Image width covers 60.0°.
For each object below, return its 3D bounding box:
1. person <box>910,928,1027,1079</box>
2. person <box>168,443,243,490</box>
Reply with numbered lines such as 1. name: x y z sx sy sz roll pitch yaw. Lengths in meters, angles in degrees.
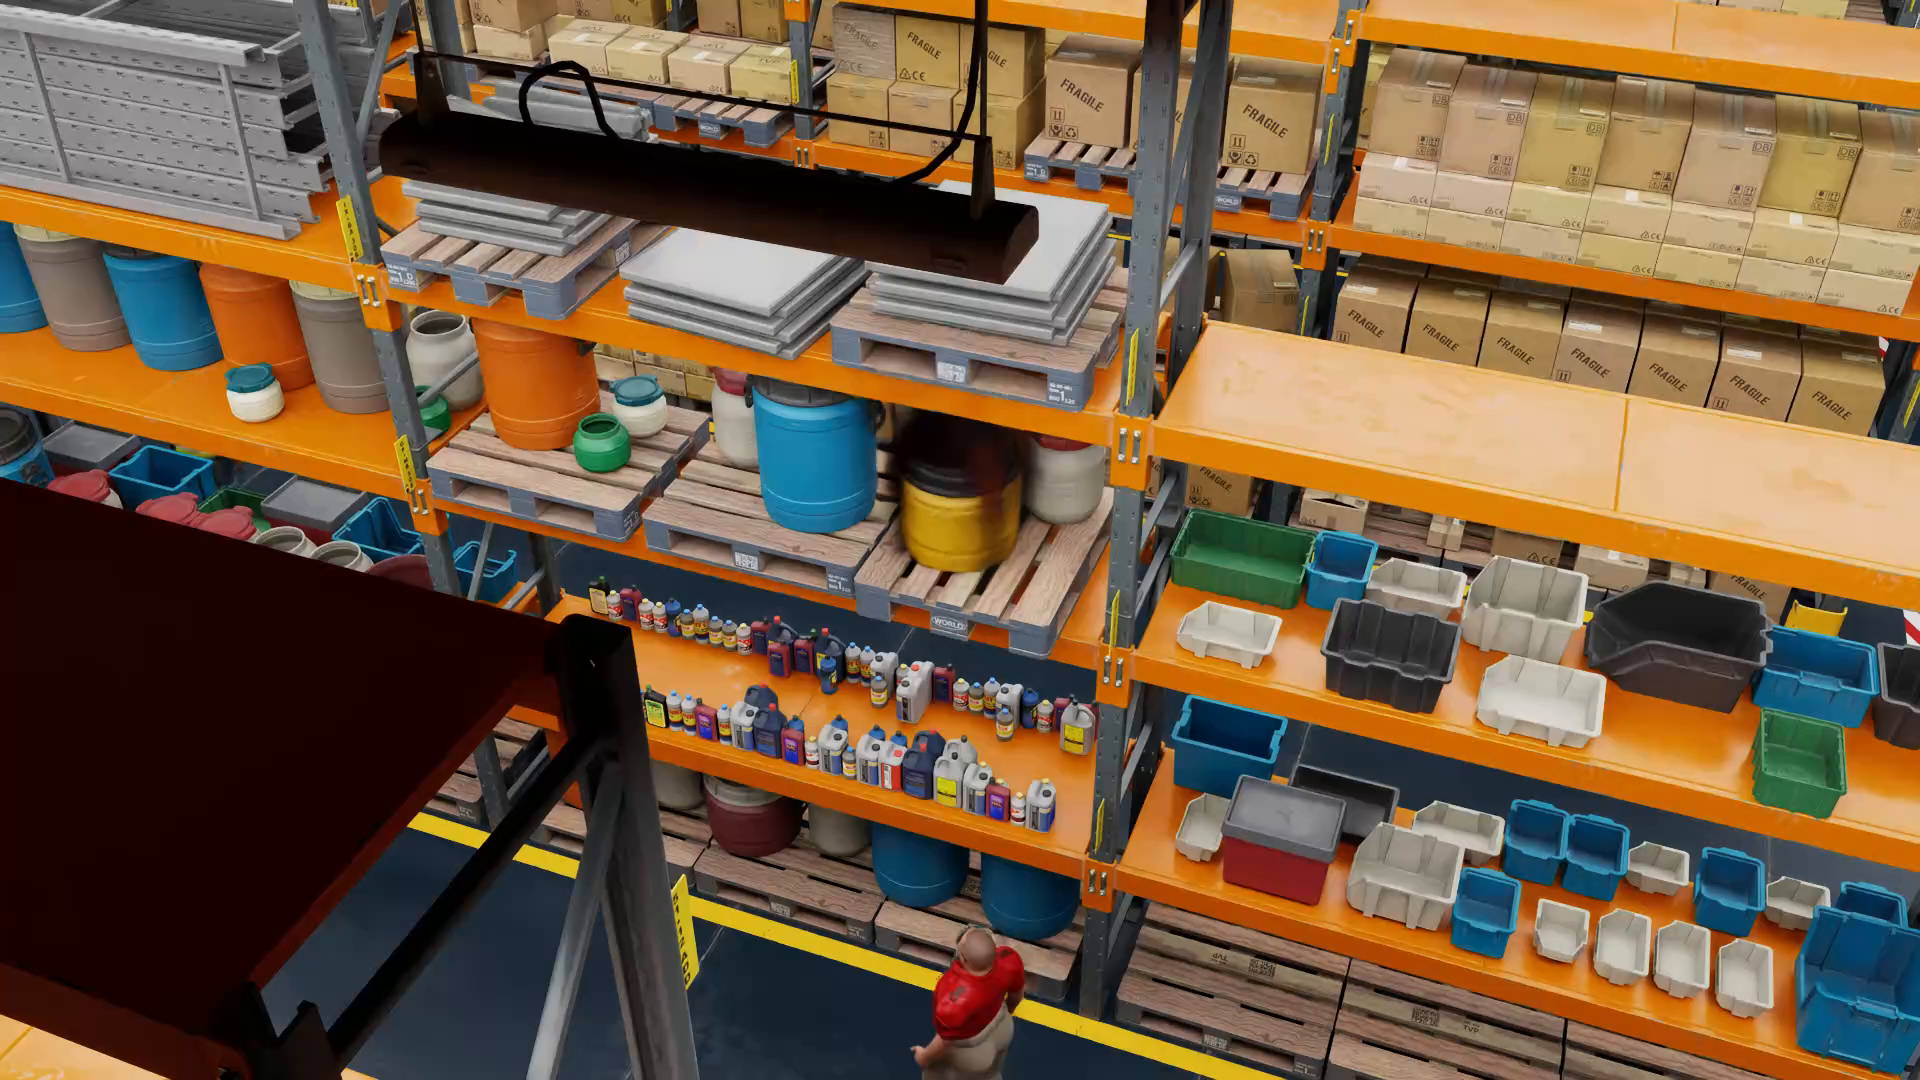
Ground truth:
1. person: 0.050 2.504 8.382 0.428 1.774 0.601 22 42 27
2. person: -5.860 -0.684 12.868 0.660 1.570 0.362 13 38 17
